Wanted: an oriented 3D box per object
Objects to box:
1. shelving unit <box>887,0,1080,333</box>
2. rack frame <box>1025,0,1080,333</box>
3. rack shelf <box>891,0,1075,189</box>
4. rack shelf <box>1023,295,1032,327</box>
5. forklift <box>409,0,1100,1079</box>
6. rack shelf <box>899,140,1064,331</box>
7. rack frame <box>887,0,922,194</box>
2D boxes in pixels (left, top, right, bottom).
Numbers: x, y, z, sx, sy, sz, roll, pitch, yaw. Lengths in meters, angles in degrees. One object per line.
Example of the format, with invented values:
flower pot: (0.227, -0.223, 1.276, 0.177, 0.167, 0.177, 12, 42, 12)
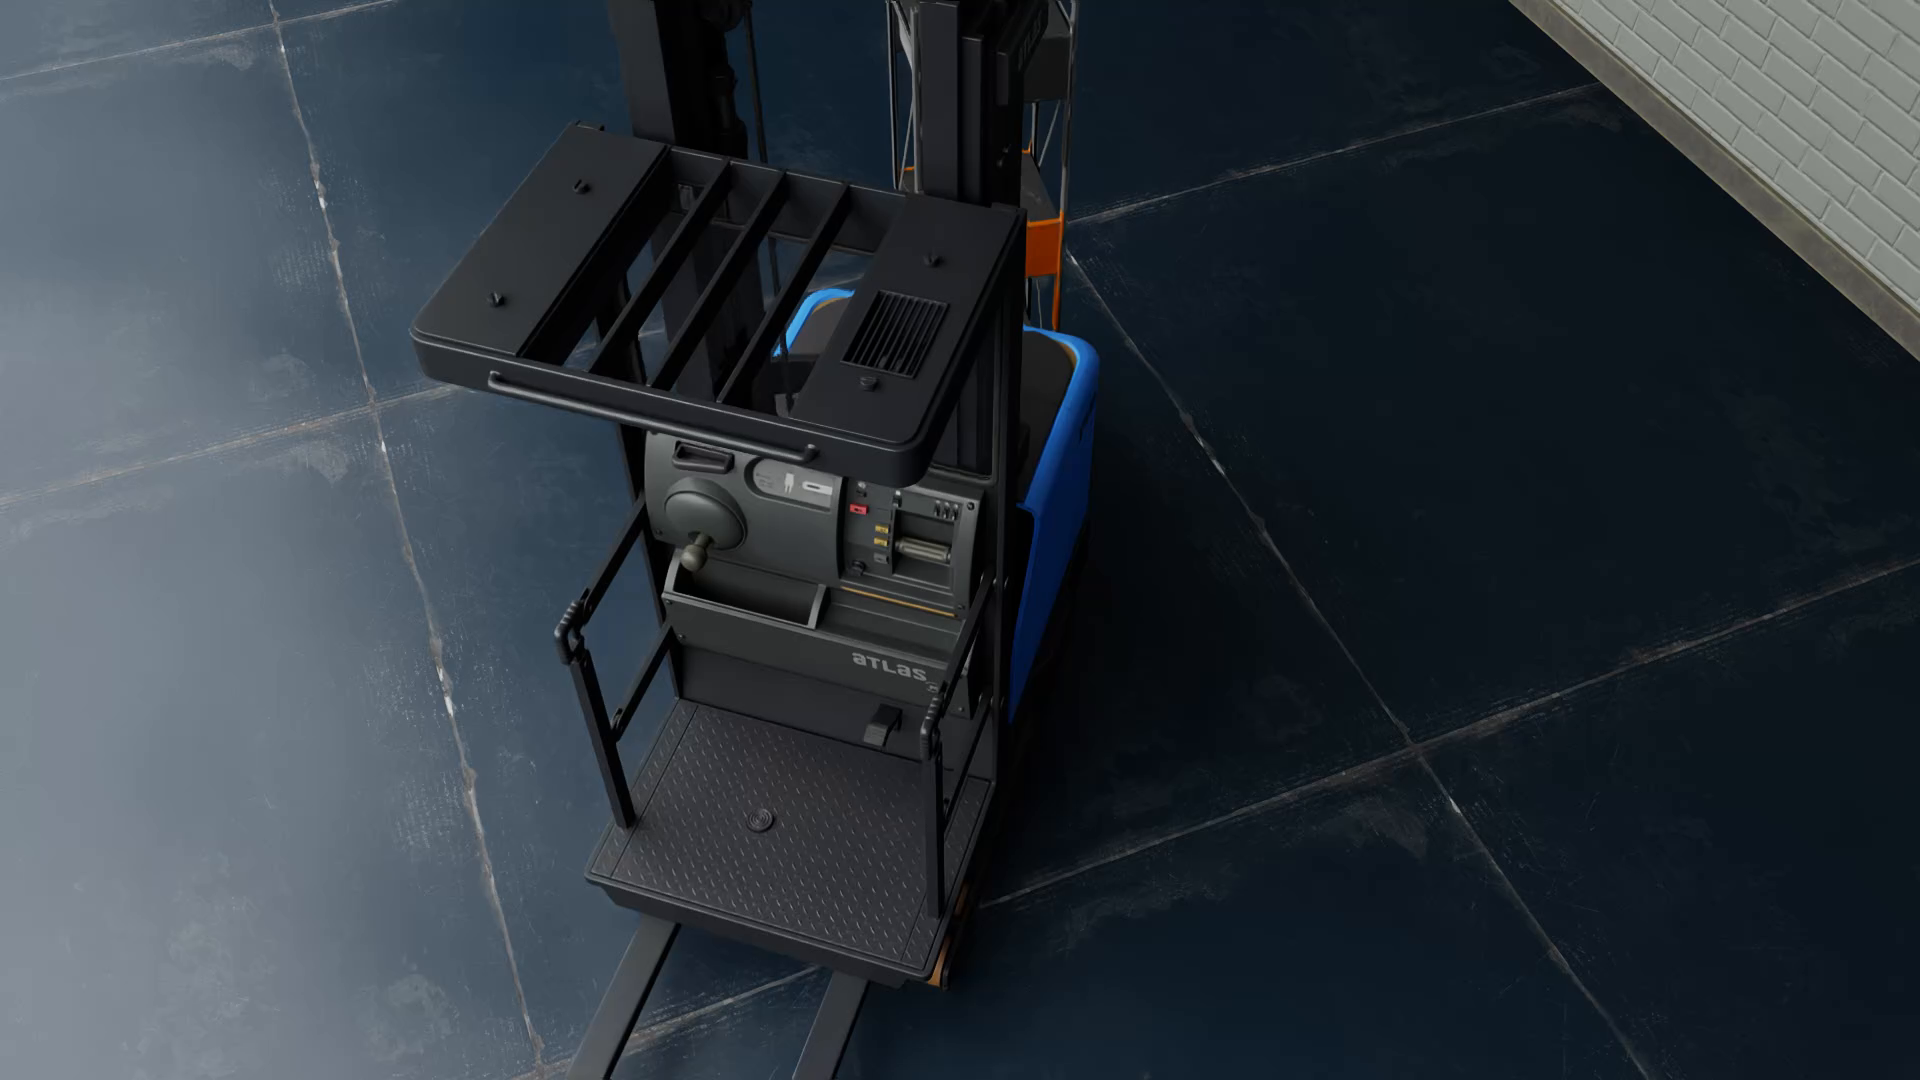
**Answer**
shelving unit: (0.062, -1.024, 5.745, 0.503, 2.100, 0.431, -10, 50, -9)
rack frame: (0.299, -1.067, 5.782, 0.015, 2.100, 0.400, -10, 50, -9)
rack shelf: (0.062, -1.471, 5.225, 0.480, 0.518, 0.431, -10, 50, -9)
rack shelf: (0.062, -0.559, 6.287, 0.480, 0.518, 0.431, -10, 50, -9)
forklift: (-0.462, 0.052, 4.273, 1.130, 2.935, 3.031, 14, 51, 11)
rack shelf: (0.062, -1.015, 5.756, 0.480, 0.518, 0.431, -10, 50, -9)
rack frame: (-0.175, -0.981, 5.708, 0.015, 2.100, 0.400, -10, 50, -9)
